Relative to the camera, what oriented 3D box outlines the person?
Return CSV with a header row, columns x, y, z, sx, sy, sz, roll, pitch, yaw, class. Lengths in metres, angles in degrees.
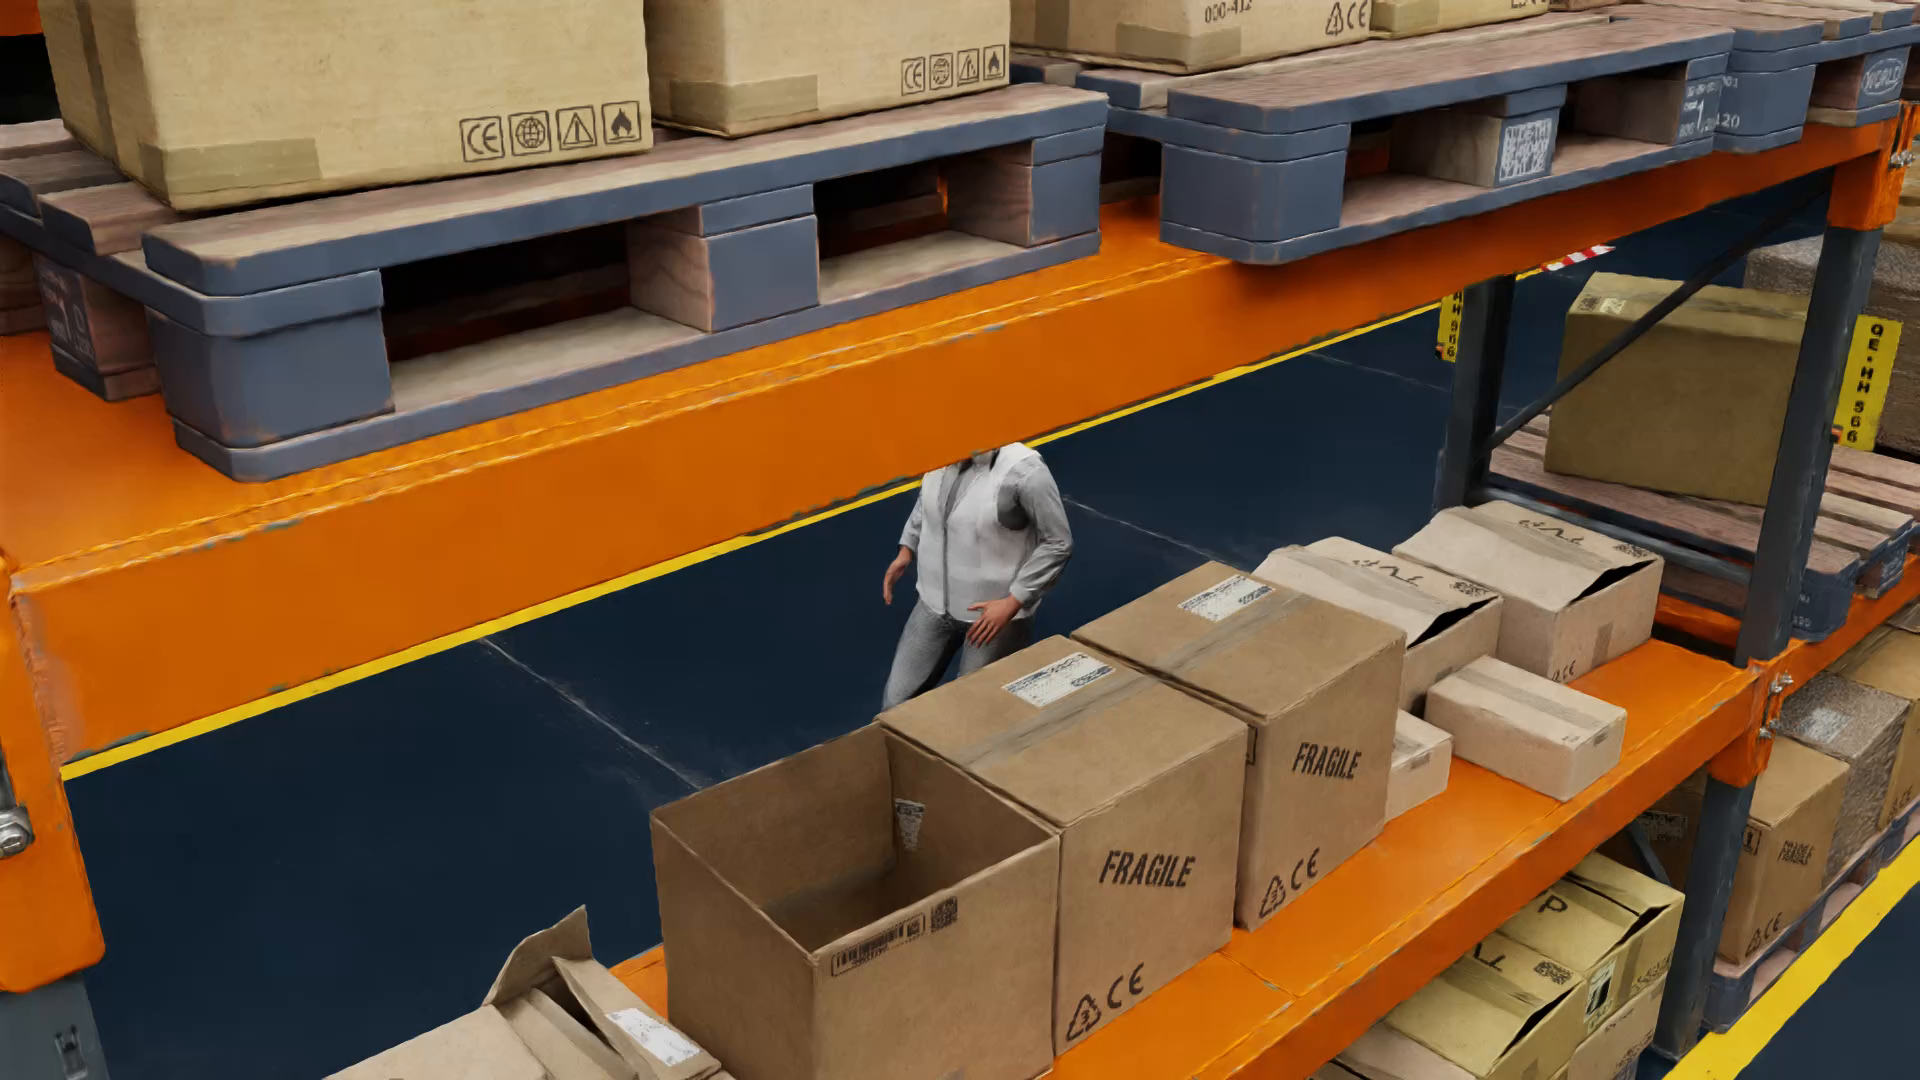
x,y,z,sx,sy,sz,roll,pitch,yaw,class
0.034,0.228,5.609,0.702,1.744,0.507,16,29,32,person
